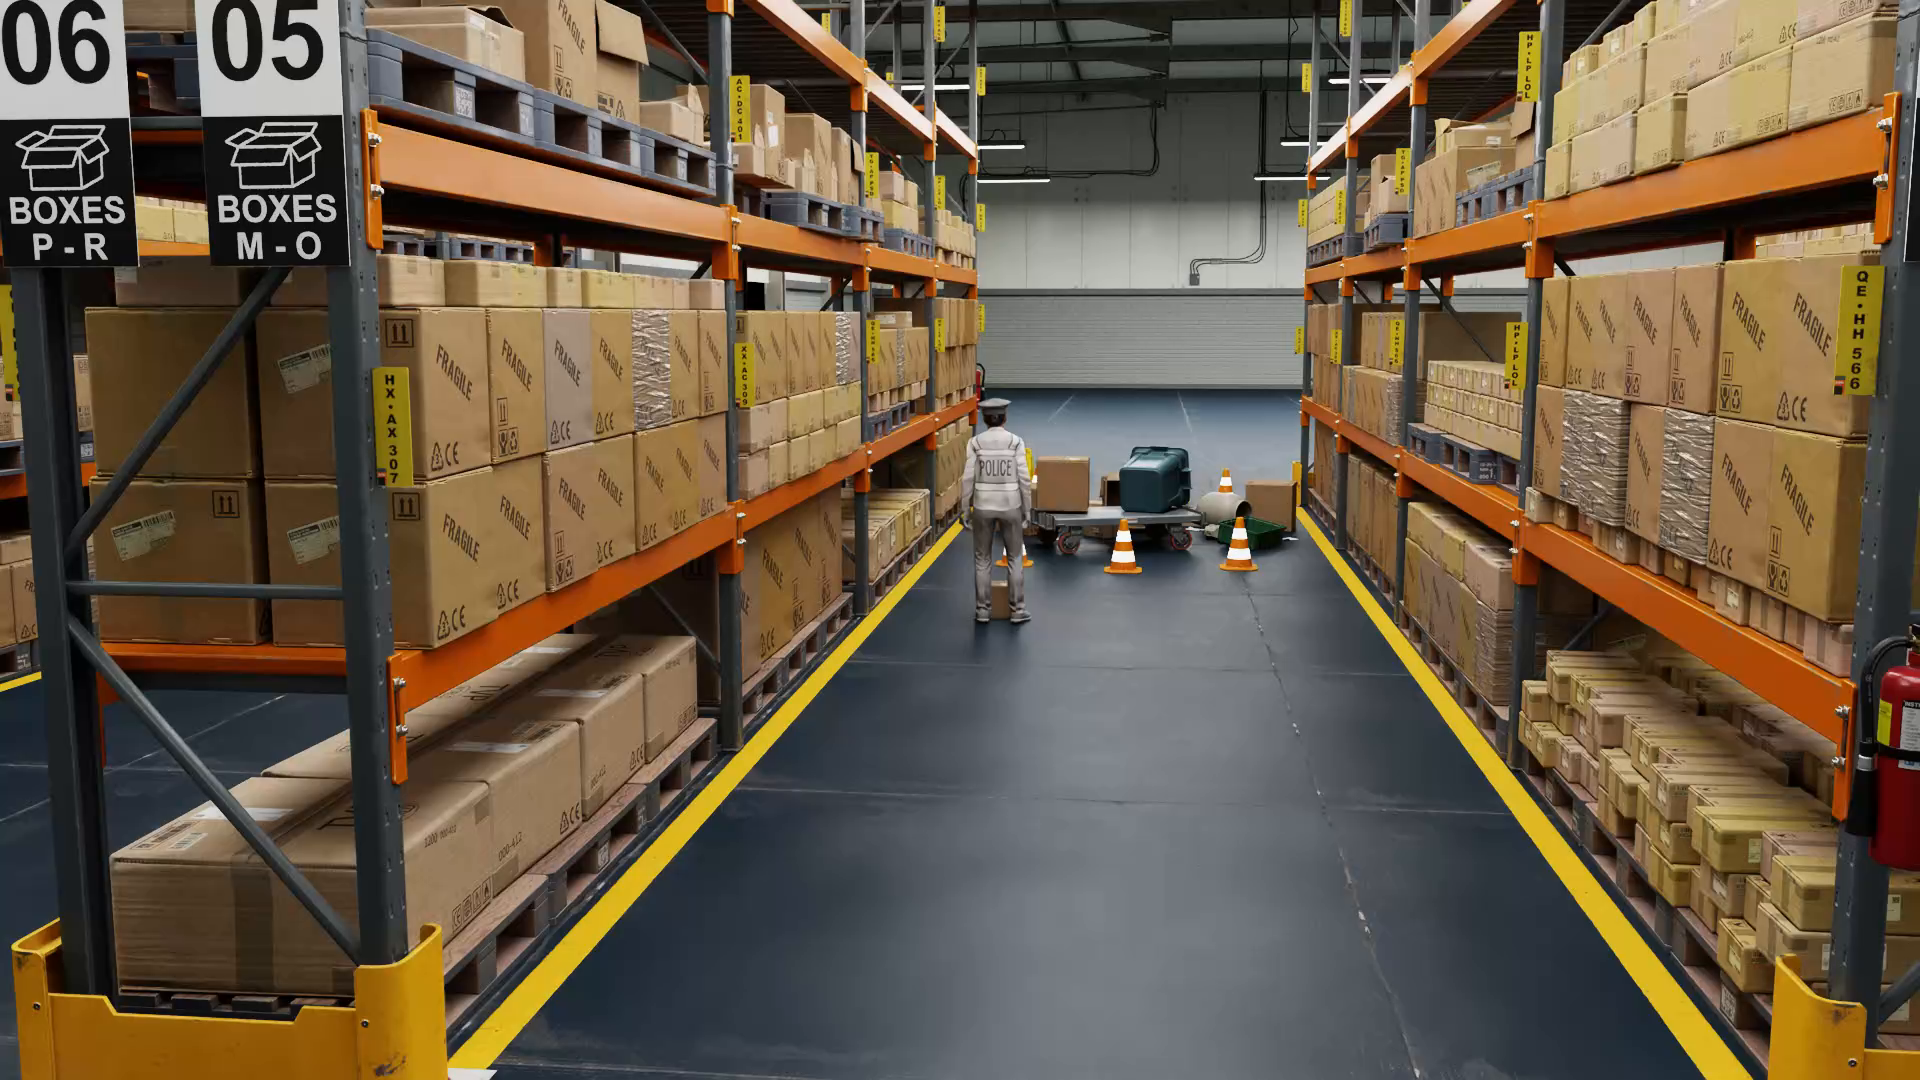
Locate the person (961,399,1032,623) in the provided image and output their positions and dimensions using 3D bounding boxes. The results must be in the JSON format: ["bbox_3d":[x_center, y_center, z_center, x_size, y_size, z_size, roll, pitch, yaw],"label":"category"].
[{"bbox_3d":[0.271,-0.212,12.363,0.527,1.661,0.375,1,8,4],"label":"person"}]
